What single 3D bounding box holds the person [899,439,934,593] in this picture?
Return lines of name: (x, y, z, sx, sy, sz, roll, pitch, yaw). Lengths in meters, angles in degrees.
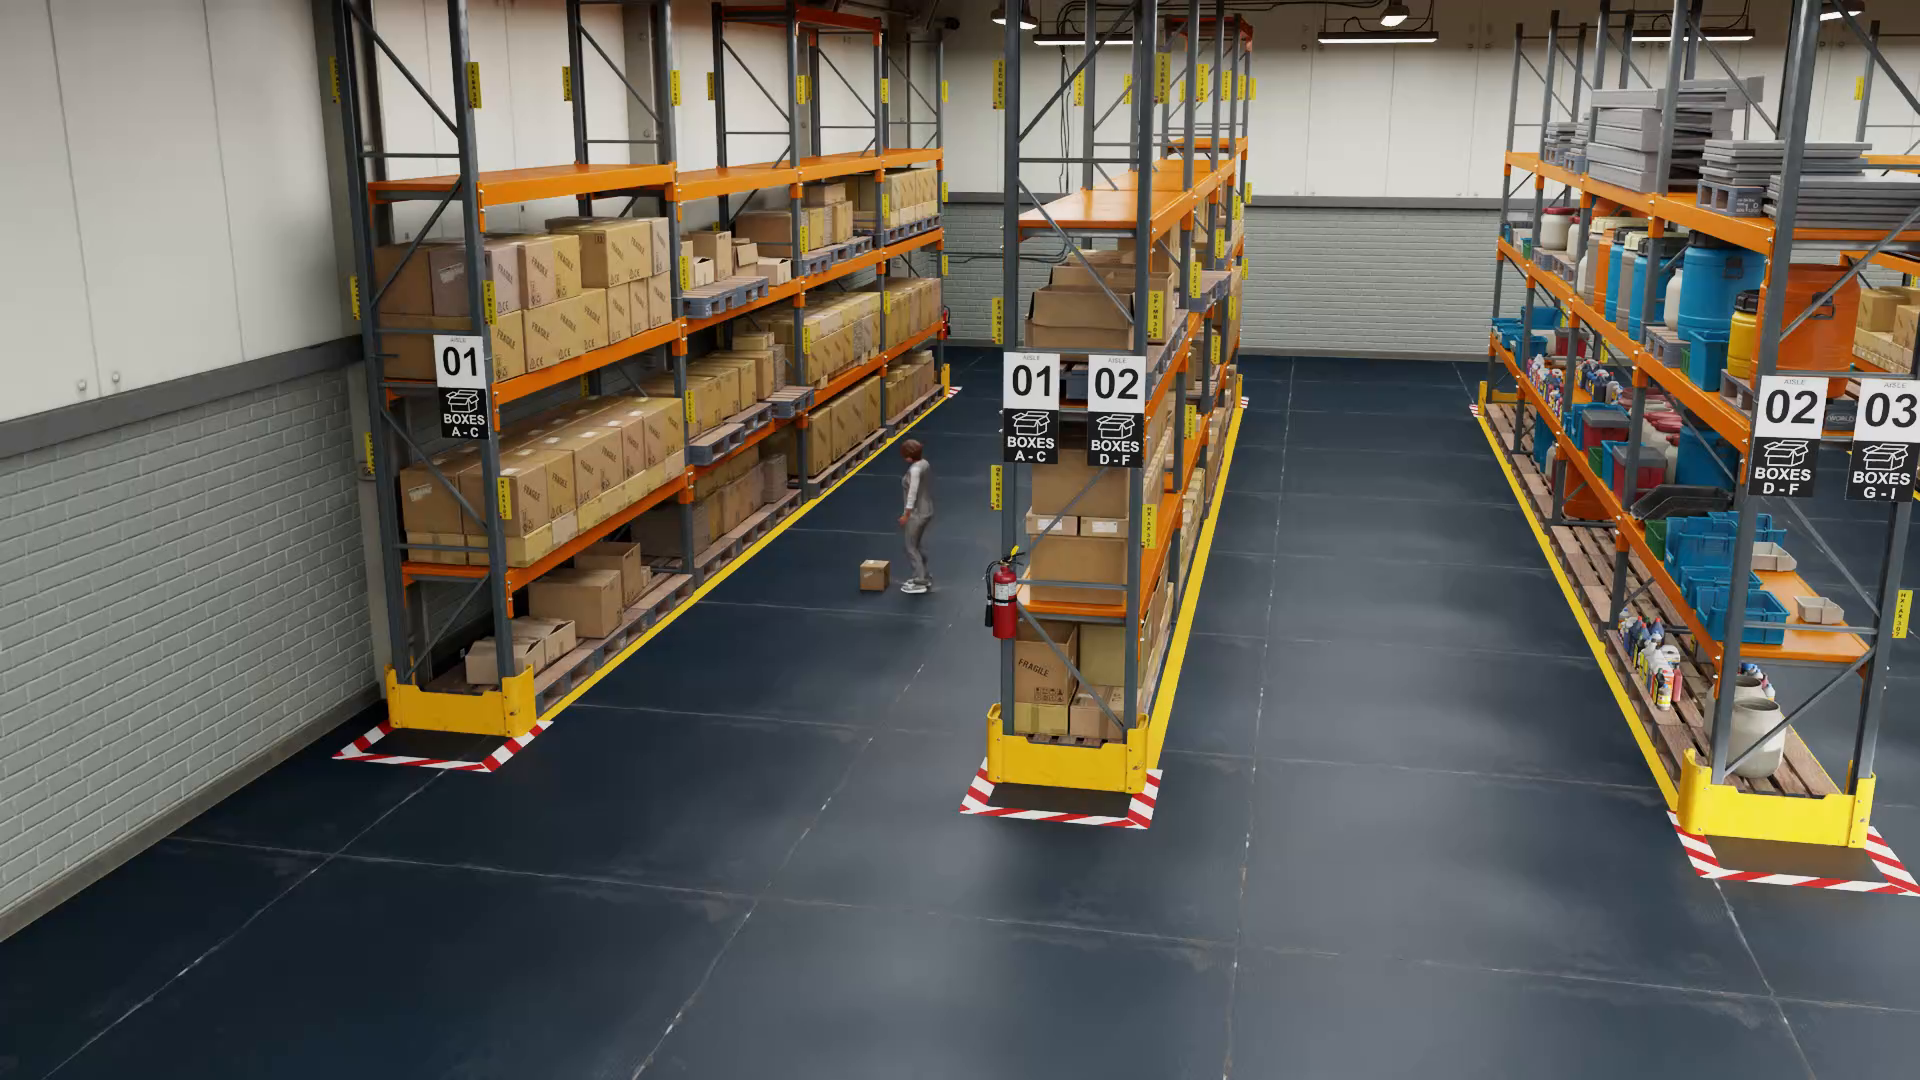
person: (-0.444, -0.237, 17.001, 0.328, 1.567, 0.415, 3, 15, 12)
